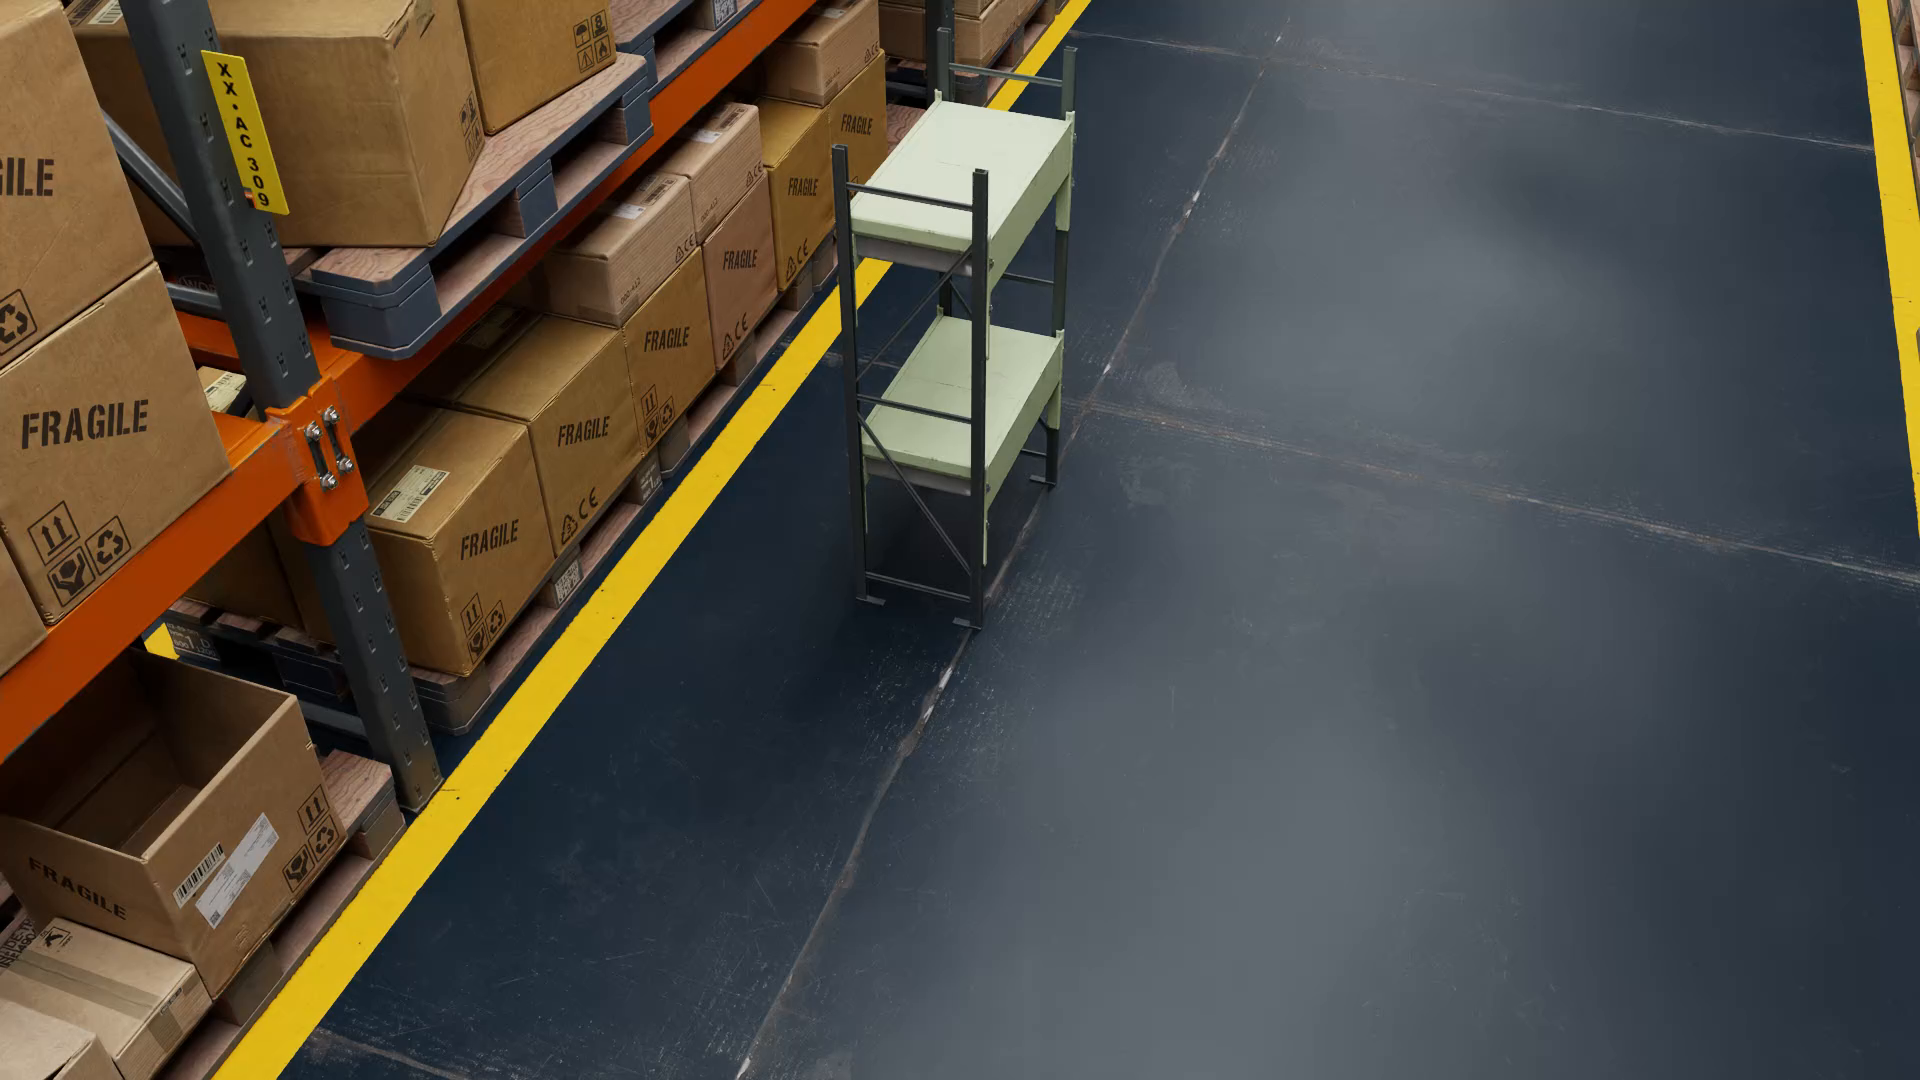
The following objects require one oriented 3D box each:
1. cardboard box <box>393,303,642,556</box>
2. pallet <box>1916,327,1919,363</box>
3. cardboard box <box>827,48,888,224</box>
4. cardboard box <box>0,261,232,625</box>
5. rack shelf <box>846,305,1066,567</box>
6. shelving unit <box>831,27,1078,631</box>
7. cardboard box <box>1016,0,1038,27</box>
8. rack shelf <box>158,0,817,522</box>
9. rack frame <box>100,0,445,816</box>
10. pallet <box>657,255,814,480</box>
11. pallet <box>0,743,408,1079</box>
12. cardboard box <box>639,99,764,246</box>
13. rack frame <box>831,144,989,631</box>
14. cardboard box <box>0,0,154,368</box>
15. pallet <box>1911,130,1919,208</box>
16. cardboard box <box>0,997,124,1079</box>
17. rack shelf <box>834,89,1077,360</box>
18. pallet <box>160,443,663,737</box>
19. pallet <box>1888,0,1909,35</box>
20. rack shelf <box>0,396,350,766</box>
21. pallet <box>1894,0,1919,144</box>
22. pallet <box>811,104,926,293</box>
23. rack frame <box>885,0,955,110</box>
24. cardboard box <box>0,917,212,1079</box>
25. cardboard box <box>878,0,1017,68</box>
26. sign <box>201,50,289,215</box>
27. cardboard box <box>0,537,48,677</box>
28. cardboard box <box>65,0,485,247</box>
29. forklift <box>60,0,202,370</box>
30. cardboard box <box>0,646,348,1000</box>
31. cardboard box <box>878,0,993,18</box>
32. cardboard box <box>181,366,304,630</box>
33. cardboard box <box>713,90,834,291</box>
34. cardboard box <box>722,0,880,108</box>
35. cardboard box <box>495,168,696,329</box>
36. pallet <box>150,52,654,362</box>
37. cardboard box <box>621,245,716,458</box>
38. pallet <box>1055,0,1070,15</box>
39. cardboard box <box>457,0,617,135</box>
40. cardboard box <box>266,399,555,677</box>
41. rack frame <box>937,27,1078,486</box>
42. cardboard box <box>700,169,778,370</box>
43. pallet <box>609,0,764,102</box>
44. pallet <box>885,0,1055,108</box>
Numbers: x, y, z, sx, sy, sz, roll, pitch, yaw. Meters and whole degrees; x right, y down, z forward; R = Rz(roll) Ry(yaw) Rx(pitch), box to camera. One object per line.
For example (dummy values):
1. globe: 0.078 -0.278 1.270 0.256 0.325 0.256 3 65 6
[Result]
1. cardboard box: -1.313 -0.346 4.932 0.500 0.500 0.500 14 42 16
2. pallet: 3.804 -0.379 5.531 1.003 0.211 1.213 13 42 15
3. cardboard box: -0.611 -1.595 6.395 0.500 0.500 0.500 15 43 17
4. cardboard box: -1.810 -0.237 3.140 0.500 0.500 0.500 14 42 16
5. rack shelf: 0.002 -0.327 4.980 0.431 0.370 0.720 13 42 15
6. shelving unit: 0.002 -0.575 4.768 0.431 1.500 0.755 13 42 15
7. cardboard box: 0.114 -2.675 7.870 0.500 0.250 0.500 12 42 14
8. rack shelf: -1.196 -1.507 5.260 1.077 0.370 4.000 13 42 15
9. rack frame: -1.880 -0.561 3.596 1.000 3.000 0.127 13 42 15
10. pallet: -1.222 -0.751 5.968 1.003 0.211 1.213 13 42 15
11. pallet: -2.115 0.919 4.011 1.003 0.211 1.213 13 42 15
12. cardboard box: -0.972 -1.220 5.378 0.500 0.250 0.500 13 42 14
13. rack frame: -0.123 -0.351 4.506 0.400 1.500 0.023 13 42 15
14. cardboard box: -1.809 -0.614 2.811 0.500 0.500 0.500 14 42 15
15. pallet: 4.413 -1.319 6.633 1.003 0.211 1.213 13 42 15
16. cardboard box: -2.064 1.162 3.309 0.500 0.311 0.500 13 42 15
17. rack shelf: 0.002 -0.872 4.515 0.431 0.370 0.720 13 42 15
18. pallet: -1.637 -0.005 5.093 1.003 0.211 1.213 13 42 15
19. pallet: 5.247 -2.807 8.378 1.003 0.211 1.213 13 42 15
20. rack shelf: -2.564 0.932 2.400 1.077 0.370 4.000 13 42 15
21. pallet: 4.832 -2.061 7.503 1.003 0.211 1.213 13 42 15
22. pallet: -0.803 -1.493 6.837 1.003 0.211 1.213 13 42 15
23. rack frame: -0.512 -3.001 6.456 1.000 3.000 0.127 13 42 15
24. cardboard box: -1.880 1.009 3.614 0.380 0.149 0.250 13 42 15
25. cardboard box: -0.057 -2.369 7.510 0.500 0.250 0.500 13 42 15
26. sign: -1.367 -0.775 3.180 0.100 0.325 0.005 13 42 15
27. cardboard box: -1.985 0.078 2.771 0.500 0.500 0.500 14 43 16
28. cardboard box: -1.508 -0.998 3.708 0.700 0.500 0.500 0 40 0
29. forklift: -2.766 -1.981 5.313 1.130 2.935 3.031 14 42 16
30. cardboard box: -1.808 0.633 3.784 0.500 0.500 0.500 13 42 15
31. cardboard box: -0.057 -2.582 7.328 0.500 0.311 0.500 15 43 17
32. cardboard box: -1.980 -0.142 4.692 0.500 0.500 0.500 13 42 15
33. cardboard box: -0.788 -1.279 6.025 0.500 0.500 0.500 12 42 14
34. cardboard box: -0.626 -1.845 6.110 0.500 0.250 0.500 15 43 17
35. cardboard box: -1.143 -0.914 5.019 0.500 0.250 0.500 13 42 15
36. pallet: -1.504 -0.951 4.202 1.003 0.211 1.213 13 42 15
37. cardboard box: -1.135 -0.649 5.287 0.500 0.500 0.500 14 42 16
38. pallet: 0.225 -3.175 8.809 1.003 0.211 1.213 13 42 15
39. cardboard box: -1.332 -1.432 4.216 0.700 0.500 0.500 20 44 22
40. cardboard box: -1.485 -0.018 4.547 0.500 0.500 0.500 11 42 13
41. rack frame: 0.127 -0.798 5.030 0.400 1.500 0.023 13 42 15
42. cardboard box: -0.962 -0.958 5.648 0.500 0.500 0.500 12 42 13
43. pallet: -1.173 -1.741 5.127 1.003 0.211 1.213 13 42 15
44. pallet: -0.194 -2.433 7.939 1.003 0.211 1.213 13 42 15
